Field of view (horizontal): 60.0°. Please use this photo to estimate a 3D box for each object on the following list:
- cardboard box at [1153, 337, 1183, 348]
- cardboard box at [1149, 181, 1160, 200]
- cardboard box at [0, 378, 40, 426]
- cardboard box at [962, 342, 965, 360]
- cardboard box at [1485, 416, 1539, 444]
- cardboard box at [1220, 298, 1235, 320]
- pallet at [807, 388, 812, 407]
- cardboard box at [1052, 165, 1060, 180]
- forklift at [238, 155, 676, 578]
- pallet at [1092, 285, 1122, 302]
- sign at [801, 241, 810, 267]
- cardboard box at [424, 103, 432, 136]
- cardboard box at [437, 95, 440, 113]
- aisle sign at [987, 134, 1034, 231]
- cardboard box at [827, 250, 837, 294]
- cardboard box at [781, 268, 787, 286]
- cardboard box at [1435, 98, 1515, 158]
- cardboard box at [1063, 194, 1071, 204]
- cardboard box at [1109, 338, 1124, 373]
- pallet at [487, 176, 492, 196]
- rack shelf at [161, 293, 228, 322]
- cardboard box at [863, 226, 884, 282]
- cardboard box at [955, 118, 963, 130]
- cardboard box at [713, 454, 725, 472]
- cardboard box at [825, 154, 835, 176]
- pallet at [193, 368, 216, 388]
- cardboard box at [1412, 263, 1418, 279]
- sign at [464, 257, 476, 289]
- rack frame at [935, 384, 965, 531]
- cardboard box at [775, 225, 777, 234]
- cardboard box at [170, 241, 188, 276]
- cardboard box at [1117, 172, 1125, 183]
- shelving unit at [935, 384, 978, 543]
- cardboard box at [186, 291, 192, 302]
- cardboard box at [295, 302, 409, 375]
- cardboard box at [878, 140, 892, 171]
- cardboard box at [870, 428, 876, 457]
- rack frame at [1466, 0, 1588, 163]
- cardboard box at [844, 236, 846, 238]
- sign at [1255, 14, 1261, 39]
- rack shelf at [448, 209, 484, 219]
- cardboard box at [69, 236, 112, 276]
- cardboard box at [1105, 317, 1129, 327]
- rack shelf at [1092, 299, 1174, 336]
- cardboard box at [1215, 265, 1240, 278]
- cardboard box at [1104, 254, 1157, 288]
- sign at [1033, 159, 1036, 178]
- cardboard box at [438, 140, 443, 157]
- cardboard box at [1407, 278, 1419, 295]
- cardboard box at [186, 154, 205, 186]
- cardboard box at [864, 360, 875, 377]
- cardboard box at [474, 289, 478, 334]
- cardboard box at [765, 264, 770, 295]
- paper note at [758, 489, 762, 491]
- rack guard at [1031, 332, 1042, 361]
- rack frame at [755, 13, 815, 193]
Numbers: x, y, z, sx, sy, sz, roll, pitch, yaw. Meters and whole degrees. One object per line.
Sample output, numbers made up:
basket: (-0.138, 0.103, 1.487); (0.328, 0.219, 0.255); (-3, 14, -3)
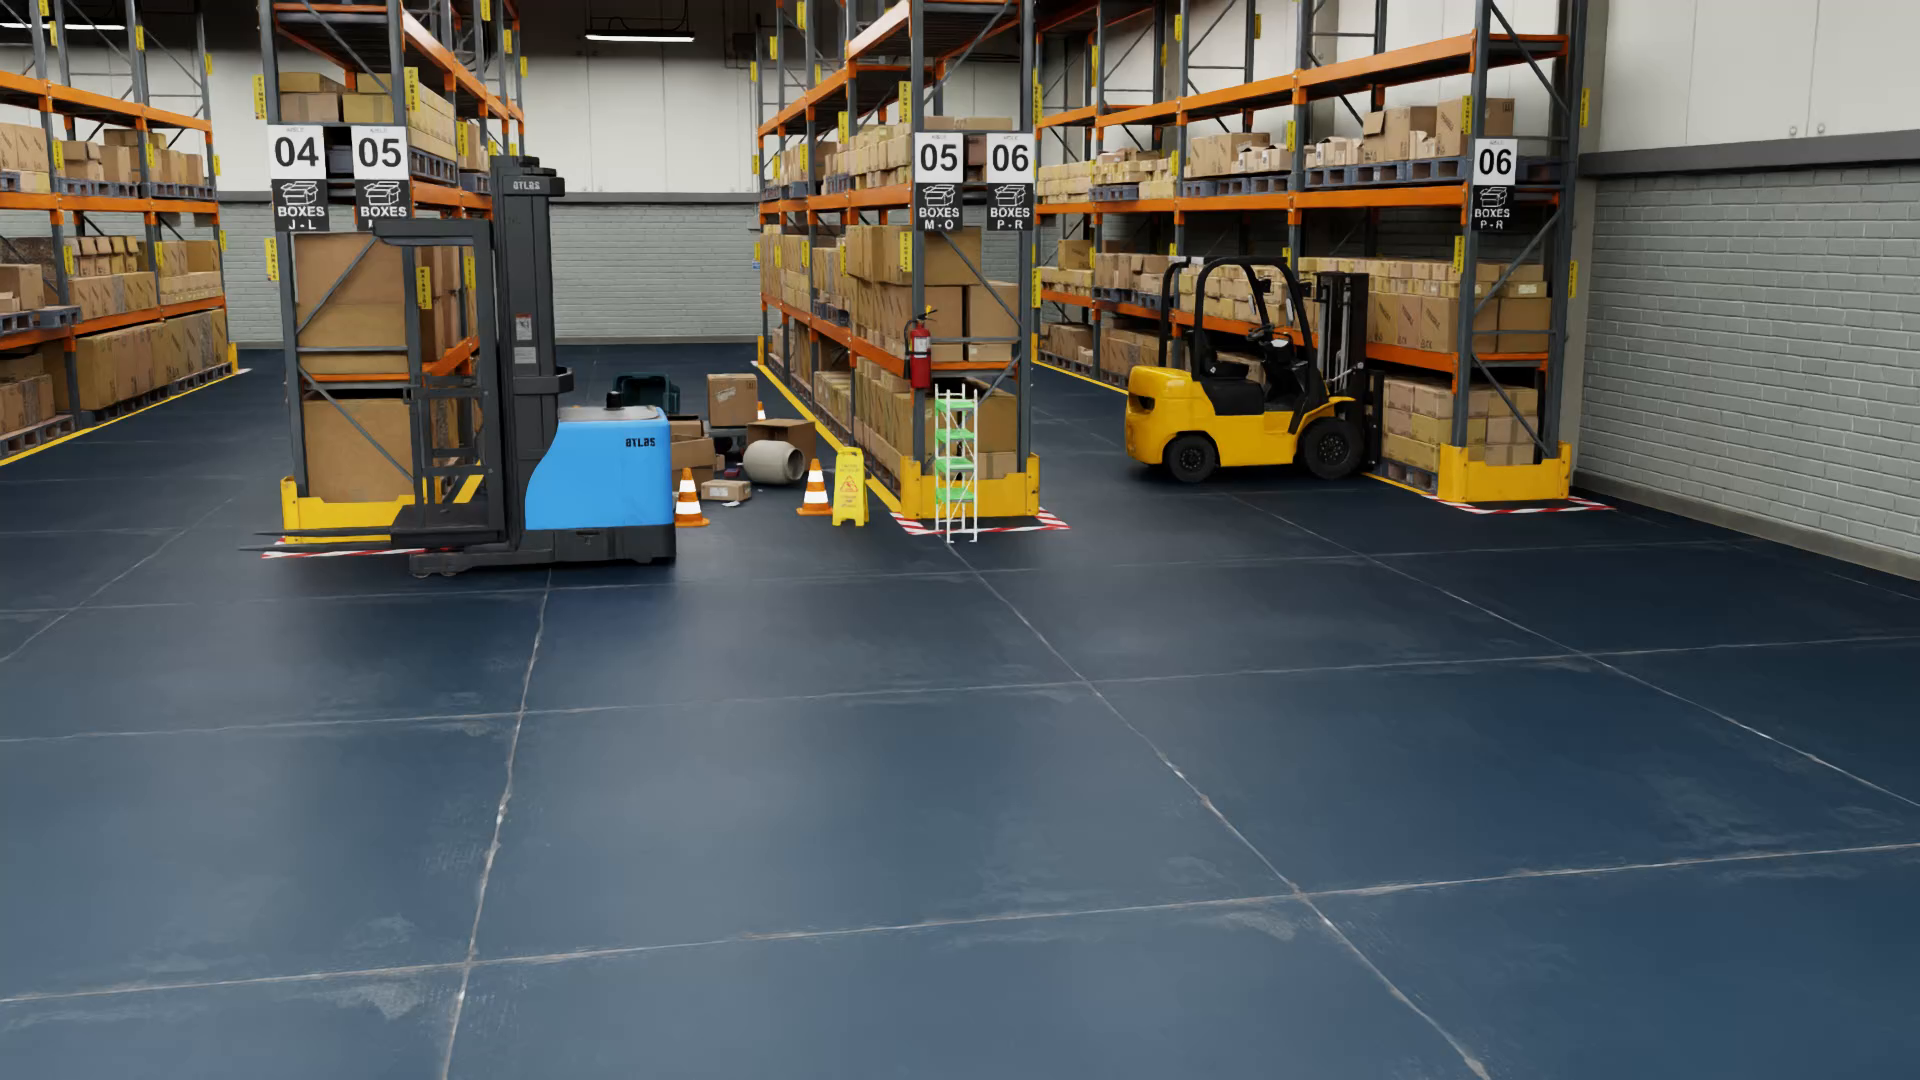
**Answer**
cardboard box: (2.976, -2.811, 23.769); (0.380, 0.149, 0.250); (-2, 11, -13)
cardboard box: (2.976, -4.911, 23.355); (0.500, 0.250, 0.500); (-2, 11, -11)
cardboard box: (-10.906, -1.557, 18.862); (0.700, 0.500, 0.500); (-3, 11, -16)
cardboard box: (0.174, -1.677, 14.659); (0.380, 0.149, 0.250); (-2, 11, -10)
cardboard box: (5.081, -1.061, 15.644); (0.500, 0.250, 0.500); (-2, 11, -10)
cardboard box: (3.558, -2.888, 20.748); (0.500, 0.250, 0.500); (-2, 11, -9)
pallet: (-1.535, -1.930, 22.772); (1.003, 0.211, 1.213); (-2, 11, -11)
cardboard box: (1.888, -6.316, 28.606); (0.500, 0.250, 0.500); (-2, 11, -12)
forklift: (-3.667, -1.280, 12.084); (3.031, 2.935, 1.130); (-2, 11, -13)
pallet: (2.683, -3.822, 25.770); (1.003, 0.211, 1.213); (-2, 11, -11)
sign: (-2.000, -3.700, 21.519); (0.100, 0.325, 0.005); (-2, 11, -11)
cardboard box: (-4.777, -3.571, 14.131); (0.500, 0.250, 0.500); (-2, 11, -11)
cardboard box: (-4.885, -3.931, 14.951); (0.380, 0.149, 0.250); (-2, 11, -12)
aisle sign: (0.416, -2.962, 13.784); (0.394, 0.787, 0.004); (-2, 11, -11)
cardboard box: (-1.288, -3.179, 19.688); (0.500, 0.500, 0.500); (-3, 11, -13)
cardboard box: (-2.425, -3.967, 25.081); (0.500, 0.250, 0.500); (-2, 11, -13)
cardboard box: (4.643, -3.717, 15.021); (0.500, 0.500, 0.500); (-2, 11, -9)
cardboard box: (1.946, -5.754, 28.054); (0.380, 0.149, 0.250); (-2, 11, -10)
cardboard box: (2.621, -2.851, 25.717); (0.500, 0.500, 0.500); (-2, 11, -12)
pallet: (-6.114, -4.218, 19.821); (1.213, 0.211, 1.003); (-2, 11, -8)
rack shelf: (-12.344, -3.539, 25.692); (1.077, 0.370, 4.000); (-2, 11, -11)
cardboard box: (-0.505, -2.640, 15.309); (0.700, 0.500, 0.500); (-2, 11, -12)
cardboard box: (0.167, -3.545, 14.318); (0.380, 0.149, 0.250); (-2, 11, -11)
cardboard box: (-2.625, -0.848, 16.943); (0.396, 0.266, 0.258); (9, 14, 38)
cardboard box: (-1.281, -4.501, 20.532); (0.700, 0.500, 0.500); (-2, 11, -11)
pallet: (-12.266, -2.522, 25.884); (1.003, 0.211, 1.213); (-2, 11, -11)
cardboard box: (4.560, -2.578, 15.920); (0.380, 0.149, 0.250); (-2, 11, -11)
sign: (-4.970, -2.705, 16.858); (0.100, 0.325, 0.005); (-2, 11, -11)
rack frame: (-0.080, -0.665, 13.479); (0.240, 1.200, 0.015); (-2, 11, -11)
cardboard box: (-2.793, -5.027, 26.908); (0.380, 0.149, 0.250); (-2, 11, -12)
cardboard box: (-11.991, -4.250, 25.101); (0.500, 0.500, 0.500); (-2, 11, -13)
cardboard box: (2.544, -5.369, 24.644); (0.380, 0.149, 0.250); (-2, 11, -10)
shelving unit: (-0.032, -0.620, 13.244); (0.258, 1.200, 0.503); (-2, 11, -11)
cardboard box: (-11.938, -3.706, 25.319); (0.380, 0.149, 0.250); (-2, 11, -10)
cardboard box: (-4.852, -1.627, 13.320); (0.875, 0.550, 0.550); (-2, 11, -11)
cardboard box: (-0.466, -3.502, 15.159); (0.500, 0.250, 0.500); (-2, 11, -9)
cardboard box: (-0.607, -0.962, 16.457); (0.500, 0.250, 0.500); (-2, 11, -12)
rack frame: (4.968, -4.813, 14.419); (1.000, 3.000, 0.127); (-2, 11, -11)
cardboard box: (-1.312, -3.792, 22.156); (0.500, 0.500, 0.500); (-2, 11, -13)
sign: (3.956, -6.838, 22.135); (0.100, 0.325, 0.005); (-2, 11, -11)
rack shelf: (-7.459, -5.174, 26.262); (1.077, 0.370, 4.000); (-2, 11, -11)
cardboard box: (-11.564, -3.711, 21.721); (0.797, 0.503, 0.637); (-2, 11, -9)
cardboard box: (2.503, -3.437, 26.264); (0.380, 0.149, 0.250); (-2, 11, -12)
rack shelf: (3.023, -3.347, 24.683); (1.077, 0.370, 4.000); (-2, 11, -11)
cardboard box: (3.447, -3.396, 21.014); (0.380, 0.149, 0.250); (-2, 11, -10)
cardboard box: (2.610, -4.131, 25.487); (0.700, 0.500, 0.500); (-2, 11, -10)
sign: (1.324, -6.684, 29.932); (0.100, 0.325, 0.005); (-2, 11, -11)
cardboard box: (-4.880, -3.537, 15.017); (0.380, 0.149, 0.250); (-2, 11, -12)
cardboard box: (4.520, -2.429, 15.934); (0.380, 0.149, 0.250); (-2, 11, -11)
cardboard box: (-12.579, -5.944, 26.723); (0.700, 0.500, 0.500); (-3, 11, -14)
cardboard box: (-0.761, -1.724, 16.723); (0.380, 0.149, 0.250); (-2, 11, -9)
cardboard box: (-5.451, -2.468, 17.874); (0.500, 0.500, 0.500); (-2, 11, -11)
cardboard box: (-2.993, -4.385, 27.943); (0.500, 0.500, 0.500); (-2, 11, -11)
paper note: (-1.878, -0.467, 15.625); (0.032, 0.001, 0.123); (-2, 11, -11)
rack guard: (1.871, -3.559, 30.558); (1.175, 0.500, 0.348); (-2, 11, -11)
rack frame: (-3.012, -7.567, 28.885); (1.000, 3.000, 0.127); (-2, 11, -11)
